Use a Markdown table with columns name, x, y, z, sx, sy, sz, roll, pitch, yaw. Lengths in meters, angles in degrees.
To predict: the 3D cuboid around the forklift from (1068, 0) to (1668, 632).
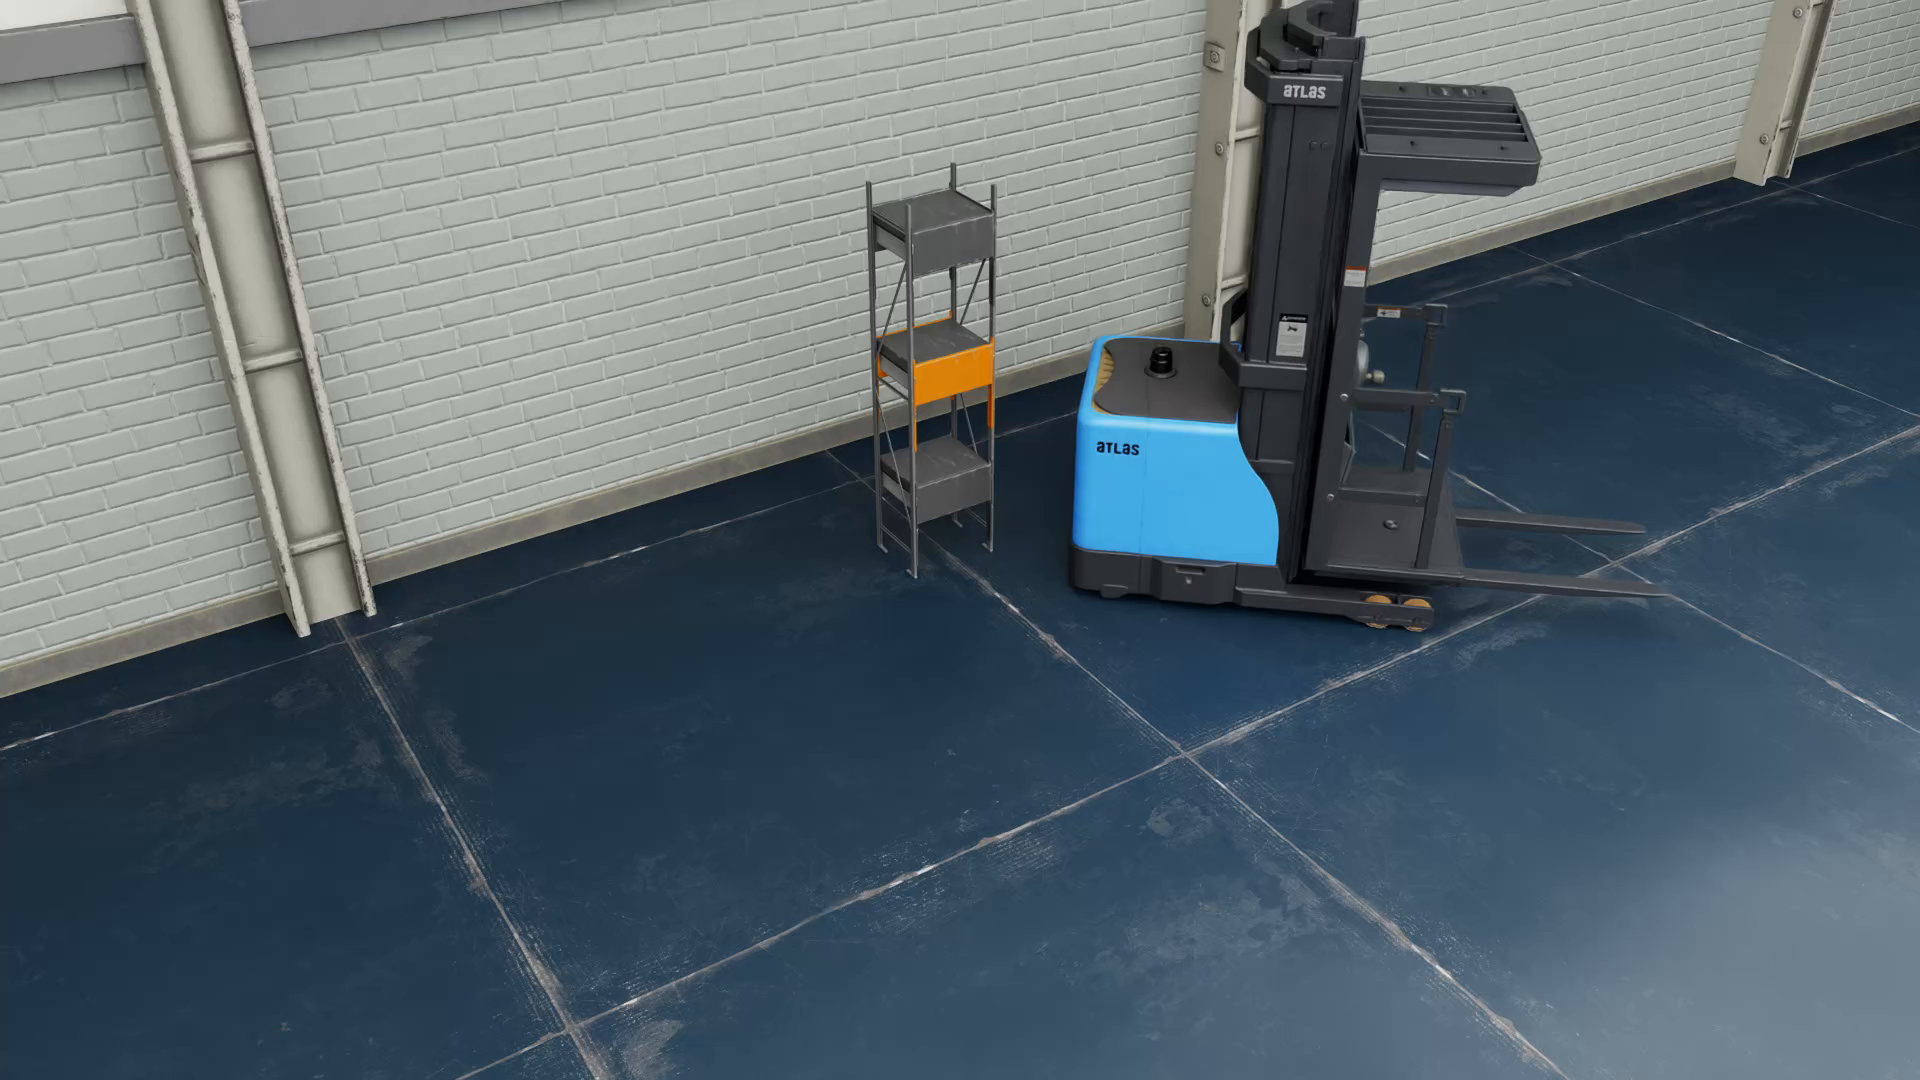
| name | x | y | z | sx | sy | sz | roll | pitch | yaw |
| --- | --- | --- | --- | --- | --- | --- | --- | --- | --- |
| forklift | 2.134 | -1.078 | 8.211 | 3.031 | 2.935 | 1.130 | 5 | 33 | 8 |

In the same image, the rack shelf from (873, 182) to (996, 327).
| name | x | y | z | sx | sy | sz | roll | pitch | yaw |
| --- | --- | --- | --- | --- | --- | --- | --- | --- | --- |
| rack shelf | -0.139 | -1.421 | 8.248 | 0.480 | 0.518 | 0.431 | -19 | 37 | -27 |

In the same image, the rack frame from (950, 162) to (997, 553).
| name | x | y | z | sx | sy | sz | roll | pitch | yaw |
| --- | --- | --- | --- | --- | --- | --- | --- | --- | --- |
| rack frame | 0.066 | -0.911 | 8.726 | 0.015 | 2.100 | 0.400 | -19 | 37 | -27 |

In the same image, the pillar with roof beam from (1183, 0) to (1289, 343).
| name | x | y | z | sx | sy | sz | roll | pitch | yaw |
| --- | --- | --- | --- | --- | --- | --- | --- | --- | --- |
| pillar with roof beam | 4.098 | -3.240 | 5.951 | 0.400 | 9.000 | 9.100 | -19 | 37 | -27 |

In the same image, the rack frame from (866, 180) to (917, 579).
| name | x | y | z | sx | sy | sz | roll | pitch | yaw |
| --- | --- | --- | --- | --- | --- | --- | --- | --- | --- |
| rack frame | -0.344 | -0.770 | 8.502 | 0.015 | 2.100 | 0.400 | -19 | 37 | -27 |

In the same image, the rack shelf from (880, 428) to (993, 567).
| name | x | y | z | sx | sy | sz | roll | pitch | yaw |
| --- | --- | --- | --- | --- | --- | --- | --- | --- | --- |
| rack shelf | -0.139 | -0.237 | 8.995 | 0.480 | 0.518 | 0.431 | -19 | 37 | -27 |

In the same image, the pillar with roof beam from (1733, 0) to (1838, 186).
| name | x | y | z | sx | sy | sz | roll | pitch | yaw |
| --- | --- | --- | --- | --- | --- | --- | --- | --- | --- |
| pillar with roof beam | 9.141 | -4.974 | 8.701 | 0.400 | 9.000 | 9.100 | -19 | 37 | -27 |

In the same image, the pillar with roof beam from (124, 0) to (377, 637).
| name | x | y | z | sx | sy | sz | roll | pitch | yaw |
| --- | --- | --- | --- | --- | --- | --- | --- | --- | --- |
| pillar with roof beam | -0.945 | -1.505 | 3.202 | 0.400 | 9.000 | 9.100 | -19 | 37 | -27 |

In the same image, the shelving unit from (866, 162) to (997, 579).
| name | x | y | z | sx | sy | sz | roll | pitch | yaw |
| --- | --- | --- | --- | --- | --- | --- | --- | --- | --- |
| shelving unit | -0.139 | -0.840 | 8.614 | 0.503 | 2.100 | 0.431 | -19 | 37 | -27 |

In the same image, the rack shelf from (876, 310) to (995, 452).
| name | x | y | z | sx | sy | sz | roll | pitch | yaw |
| --- | --- | --- | --- | --- | --- | --- | --- | --- | --- |
| rack shelf | -0.139 | -0.829 | 8.621 | 0.480 | 0.518 | 0.431 | -19 | 37 | -27 |
